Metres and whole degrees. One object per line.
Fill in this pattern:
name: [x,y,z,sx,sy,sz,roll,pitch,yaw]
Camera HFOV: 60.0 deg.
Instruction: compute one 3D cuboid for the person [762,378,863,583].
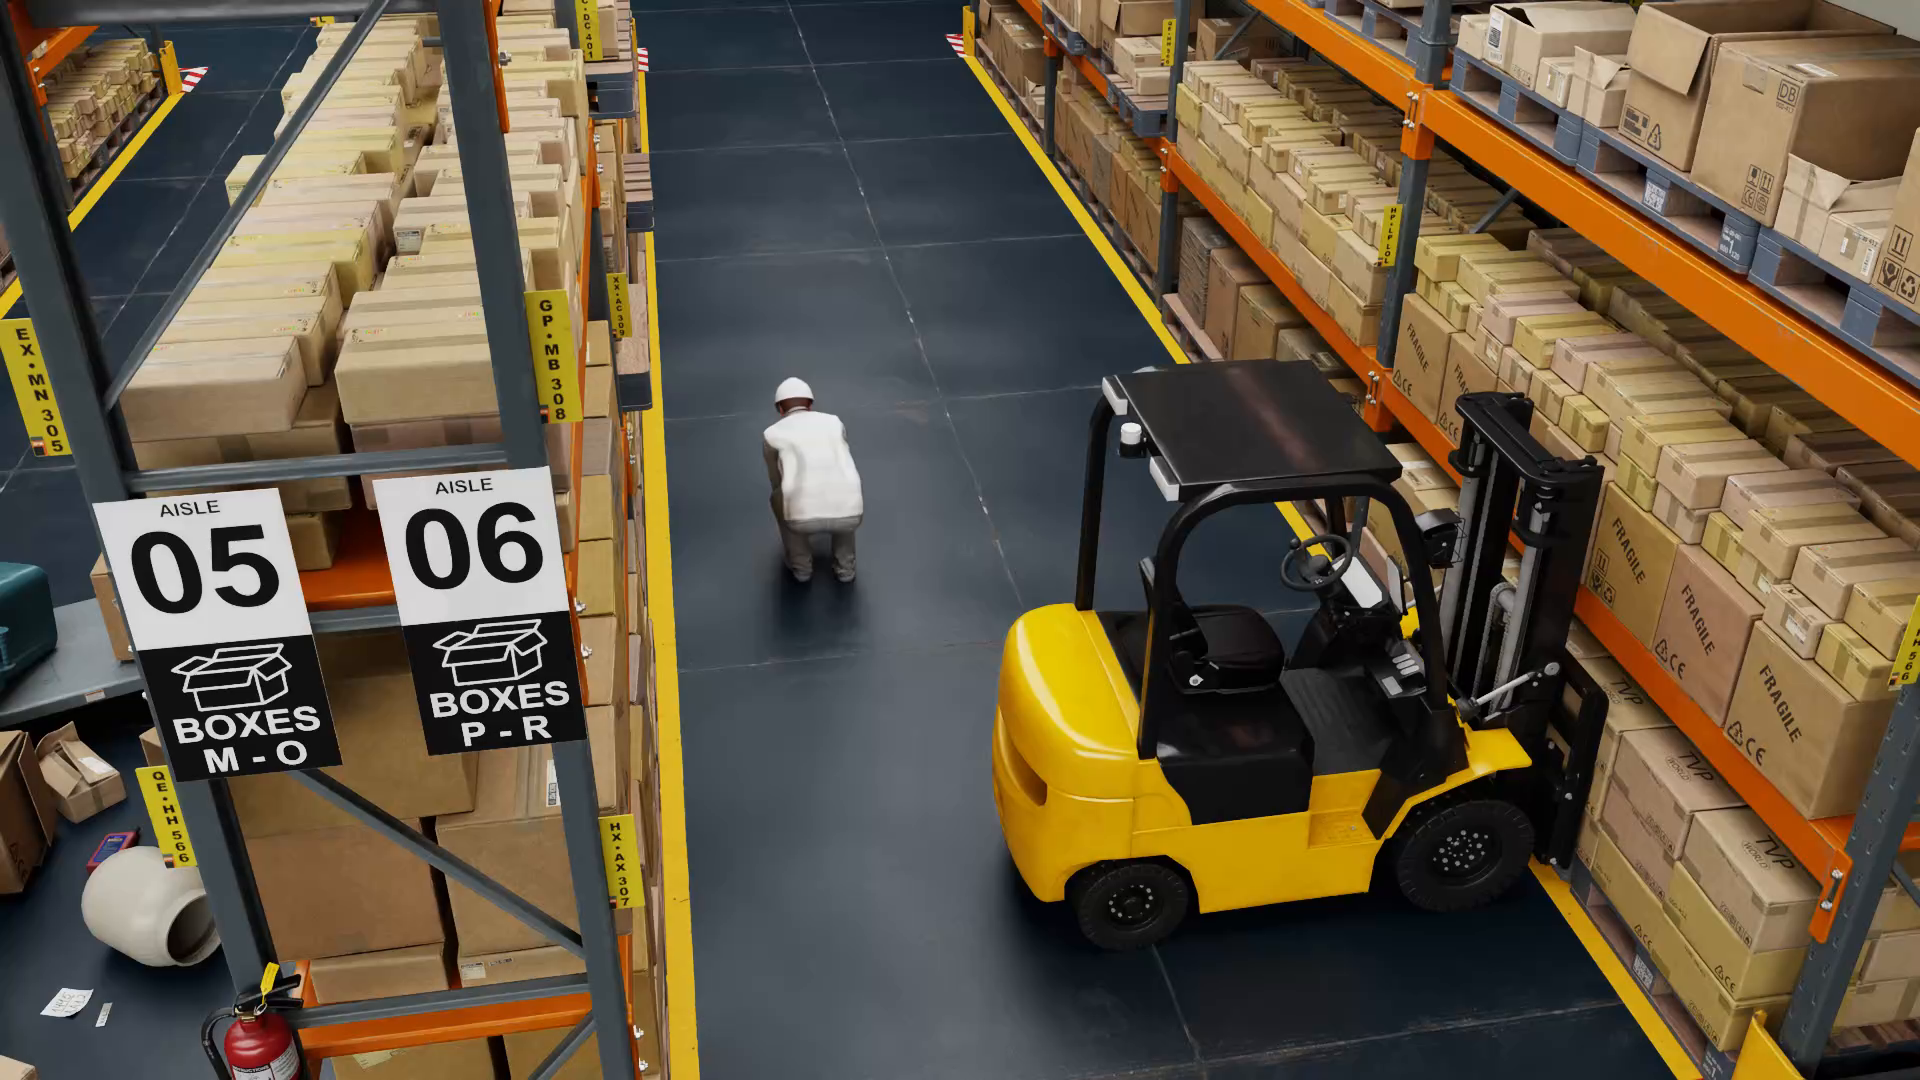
person: [-0.836,-0.311,9.401,0.515,1.014,0.887,-6,31,-11]
